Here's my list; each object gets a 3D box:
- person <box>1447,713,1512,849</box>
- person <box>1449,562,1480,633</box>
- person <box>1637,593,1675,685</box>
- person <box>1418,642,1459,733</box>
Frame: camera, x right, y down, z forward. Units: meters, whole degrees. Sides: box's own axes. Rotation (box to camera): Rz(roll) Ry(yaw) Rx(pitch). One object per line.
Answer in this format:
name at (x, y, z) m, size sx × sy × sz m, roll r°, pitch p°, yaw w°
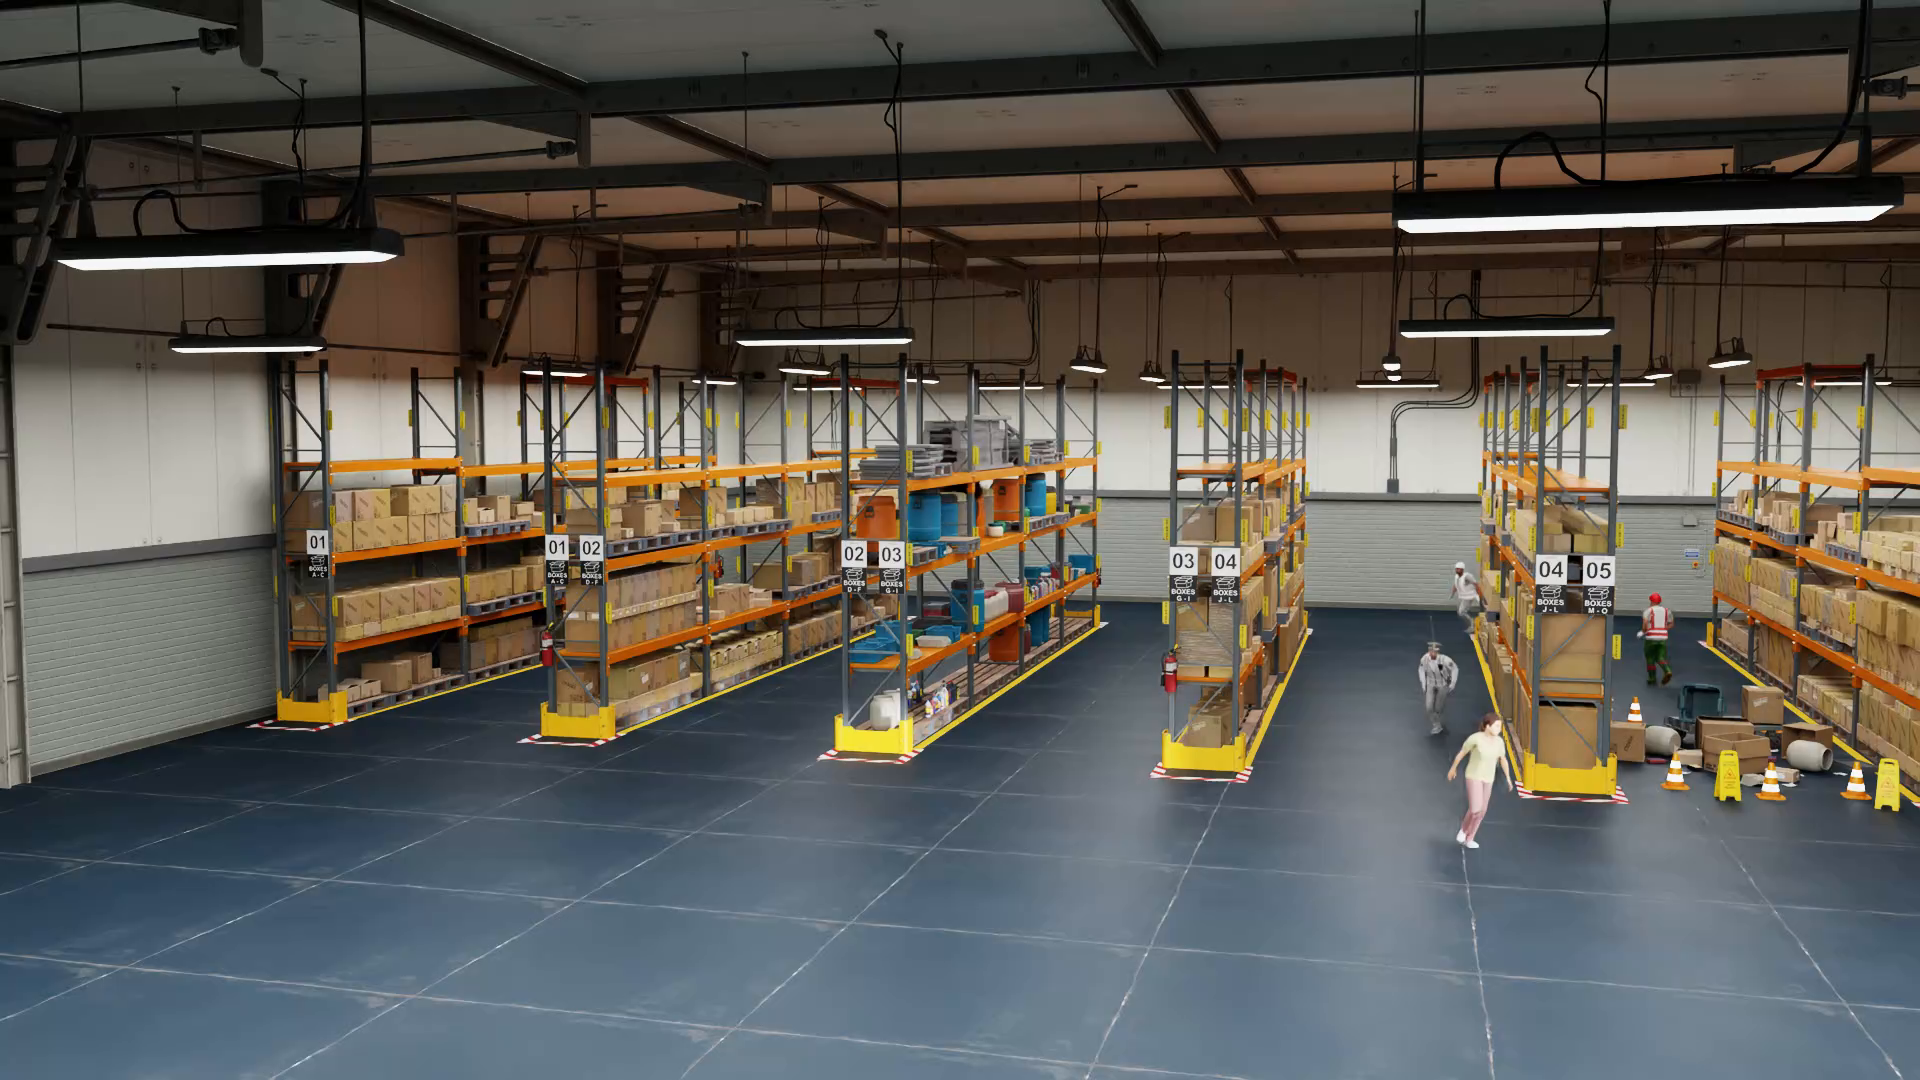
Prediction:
person at (6.063, 2.804, 19.346) m, size 0.569 × 1.616 × 0.588 m, roll -1°, pitch 4°, yaw -17°
person at (11.858, 1.363, 39.028) m, size 0.667 × 1.690 × 0.739 m, roll -1°, pitch 4°, yaw -12°
person at (13.191, 1.885, 31.362) m, size 0.657 × 1.737 × 0.809 m, roll 0°, pitch 4°, yaw -1°
person at (7.664, 2.349, 26.614) m, size 0.631 × 1.496 × 0.872 m, roll 2°, pitch 5°, yaw 26°
